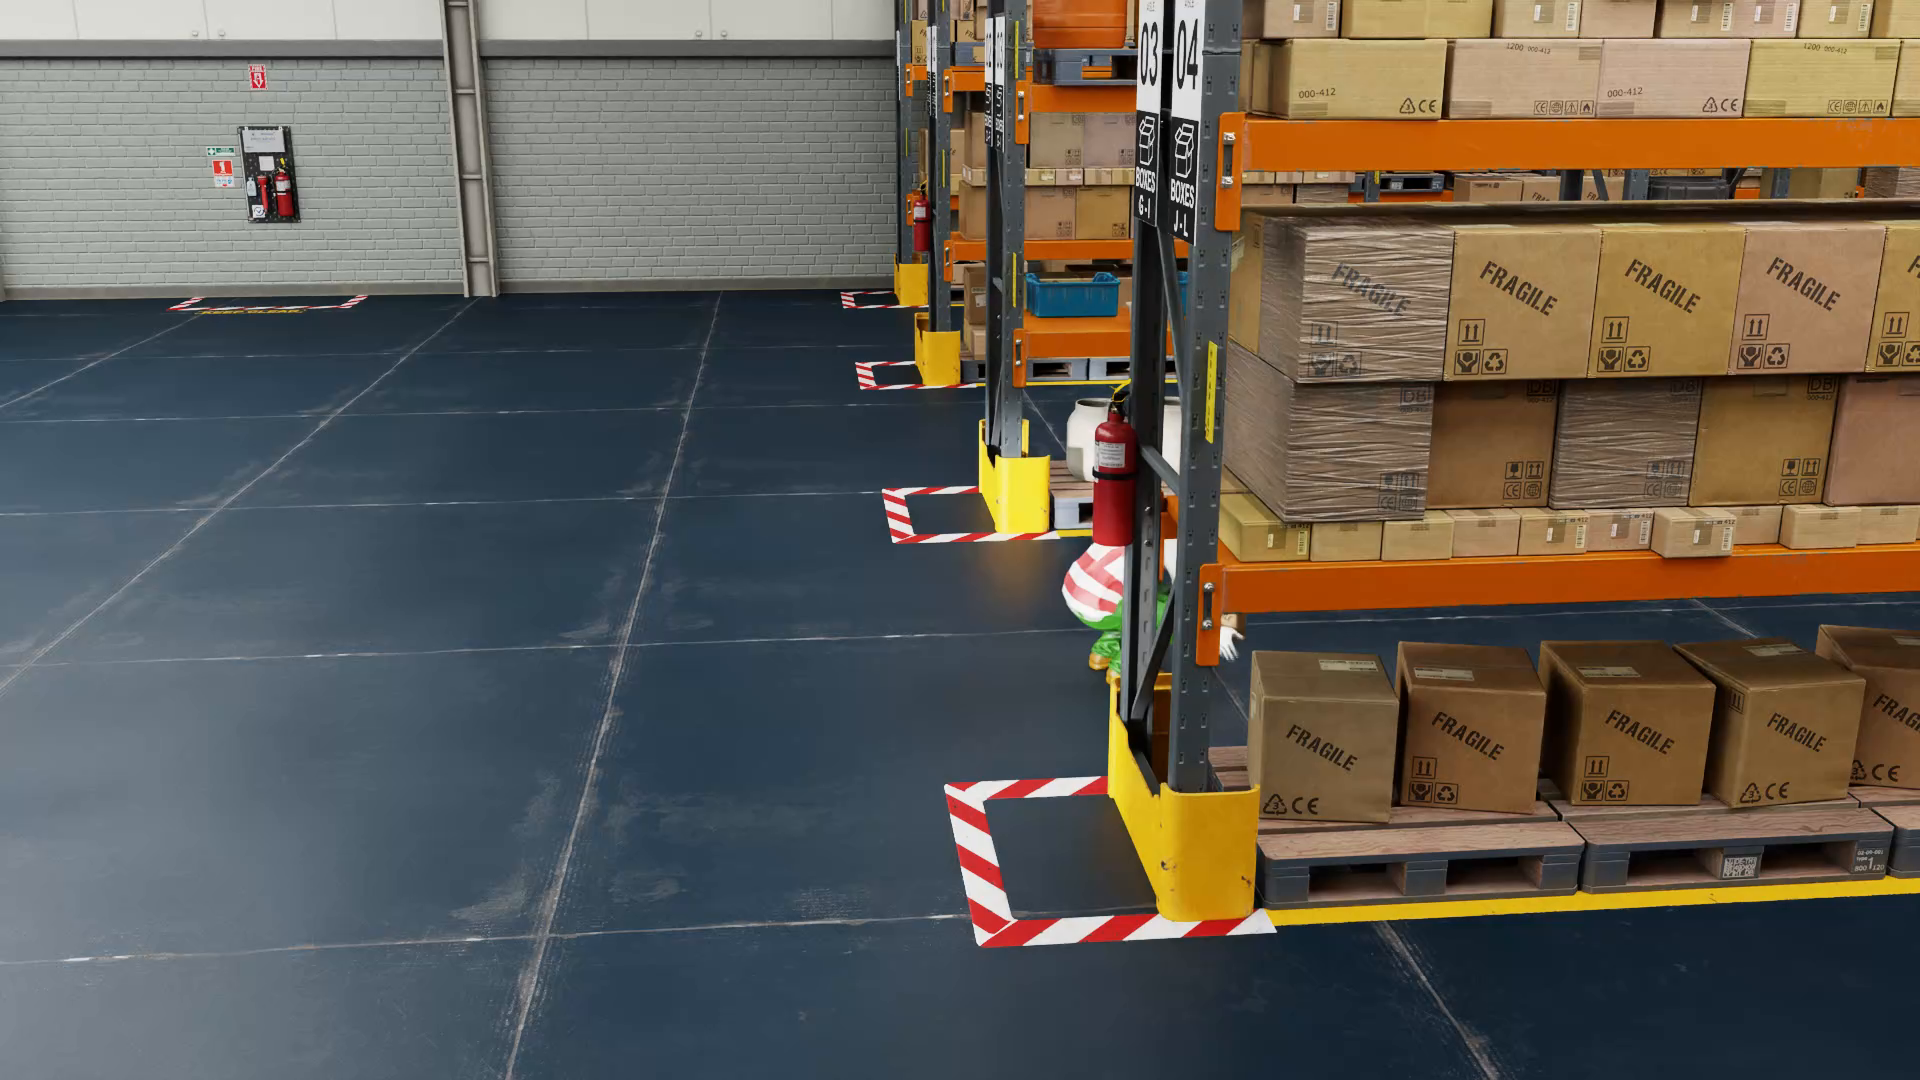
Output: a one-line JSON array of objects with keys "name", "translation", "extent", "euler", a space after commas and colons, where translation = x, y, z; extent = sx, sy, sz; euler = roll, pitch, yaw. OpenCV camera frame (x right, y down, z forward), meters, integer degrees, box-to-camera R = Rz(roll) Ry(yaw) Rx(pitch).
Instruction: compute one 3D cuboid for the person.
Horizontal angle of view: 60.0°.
[{"name": "person", "translation": [0.949, 0.196, 8.248], "extent": [0.879, 0.993, 0.548], "euler": [-2, 17, -6]}]
